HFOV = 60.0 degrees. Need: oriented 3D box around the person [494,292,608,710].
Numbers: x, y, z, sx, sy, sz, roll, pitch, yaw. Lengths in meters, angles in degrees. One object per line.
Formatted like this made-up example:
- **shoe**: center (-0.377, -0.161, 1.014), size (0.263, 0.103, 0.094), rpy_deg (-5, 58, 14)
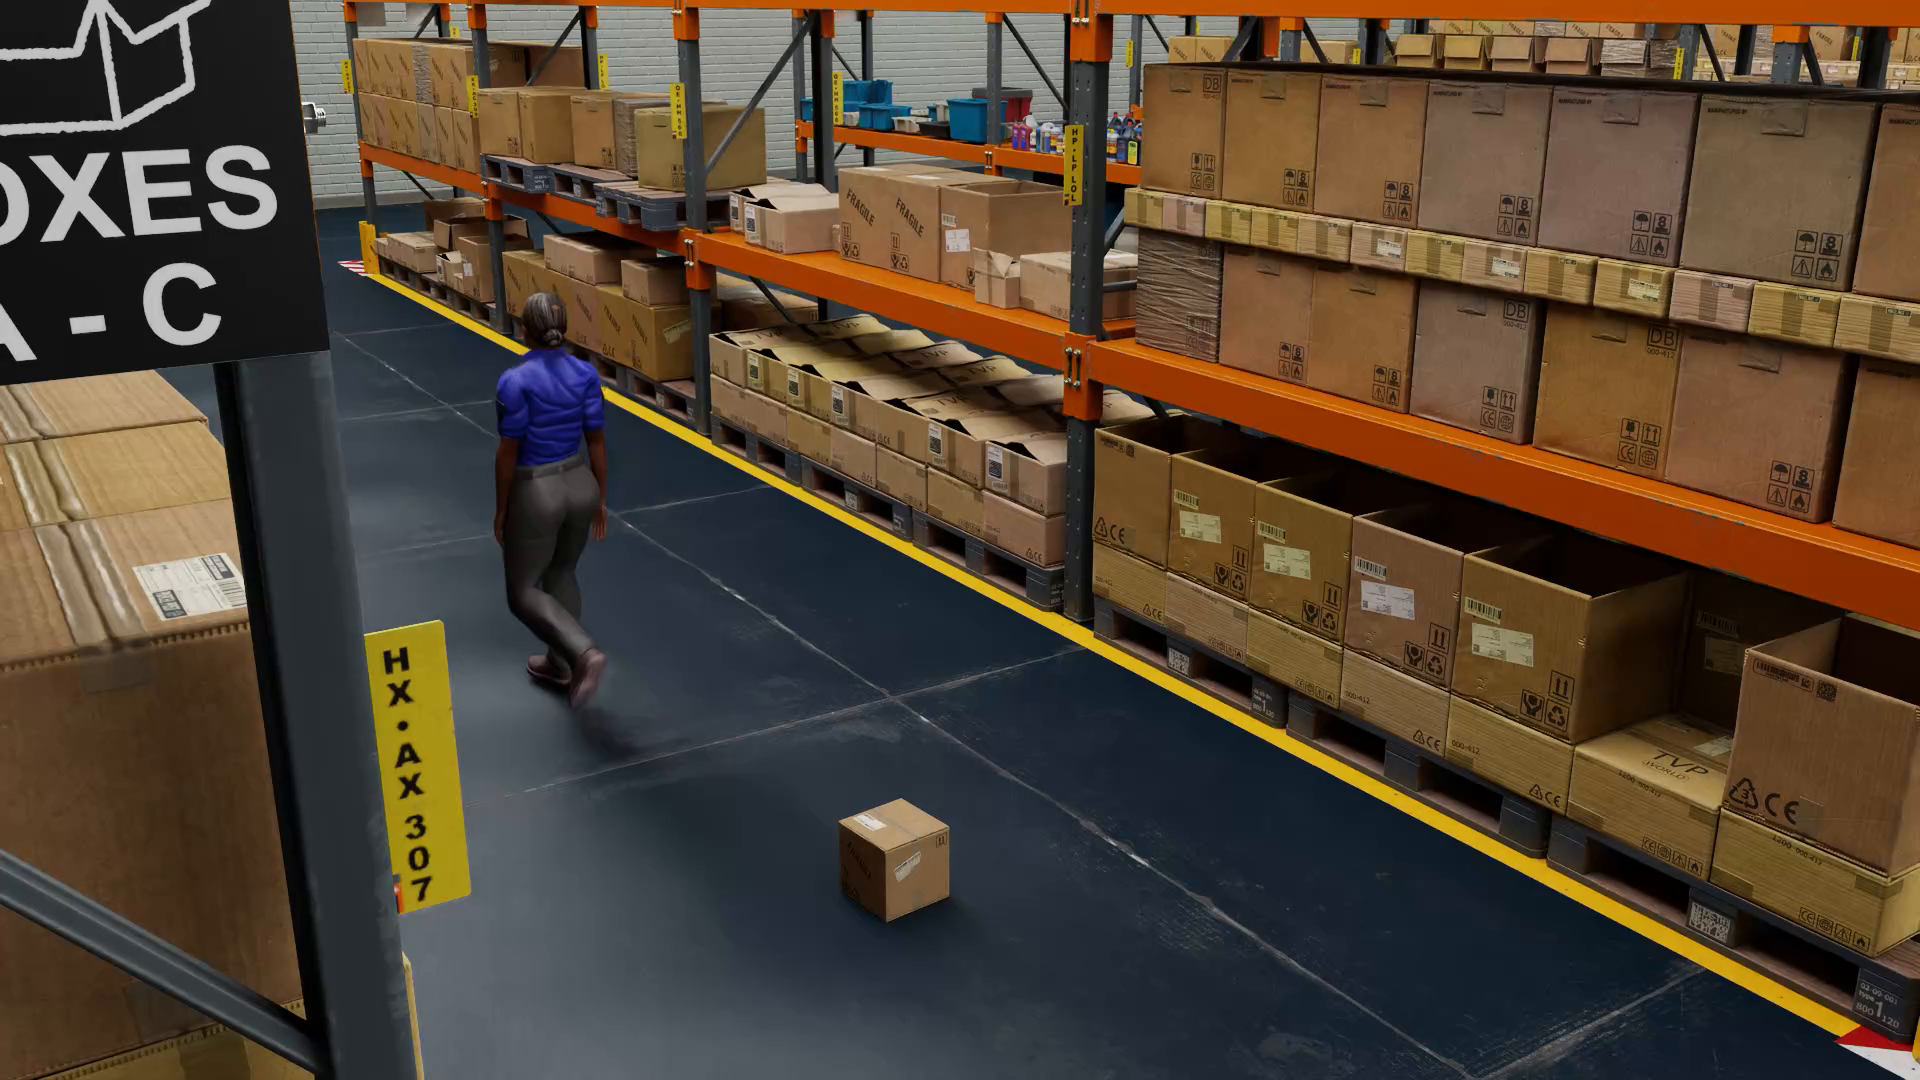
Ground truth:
- **person**: center (-1.564, -0.147, 6.453), size (0.742, 1.627, 0.444), rpy_deg (17, 25, 41)
